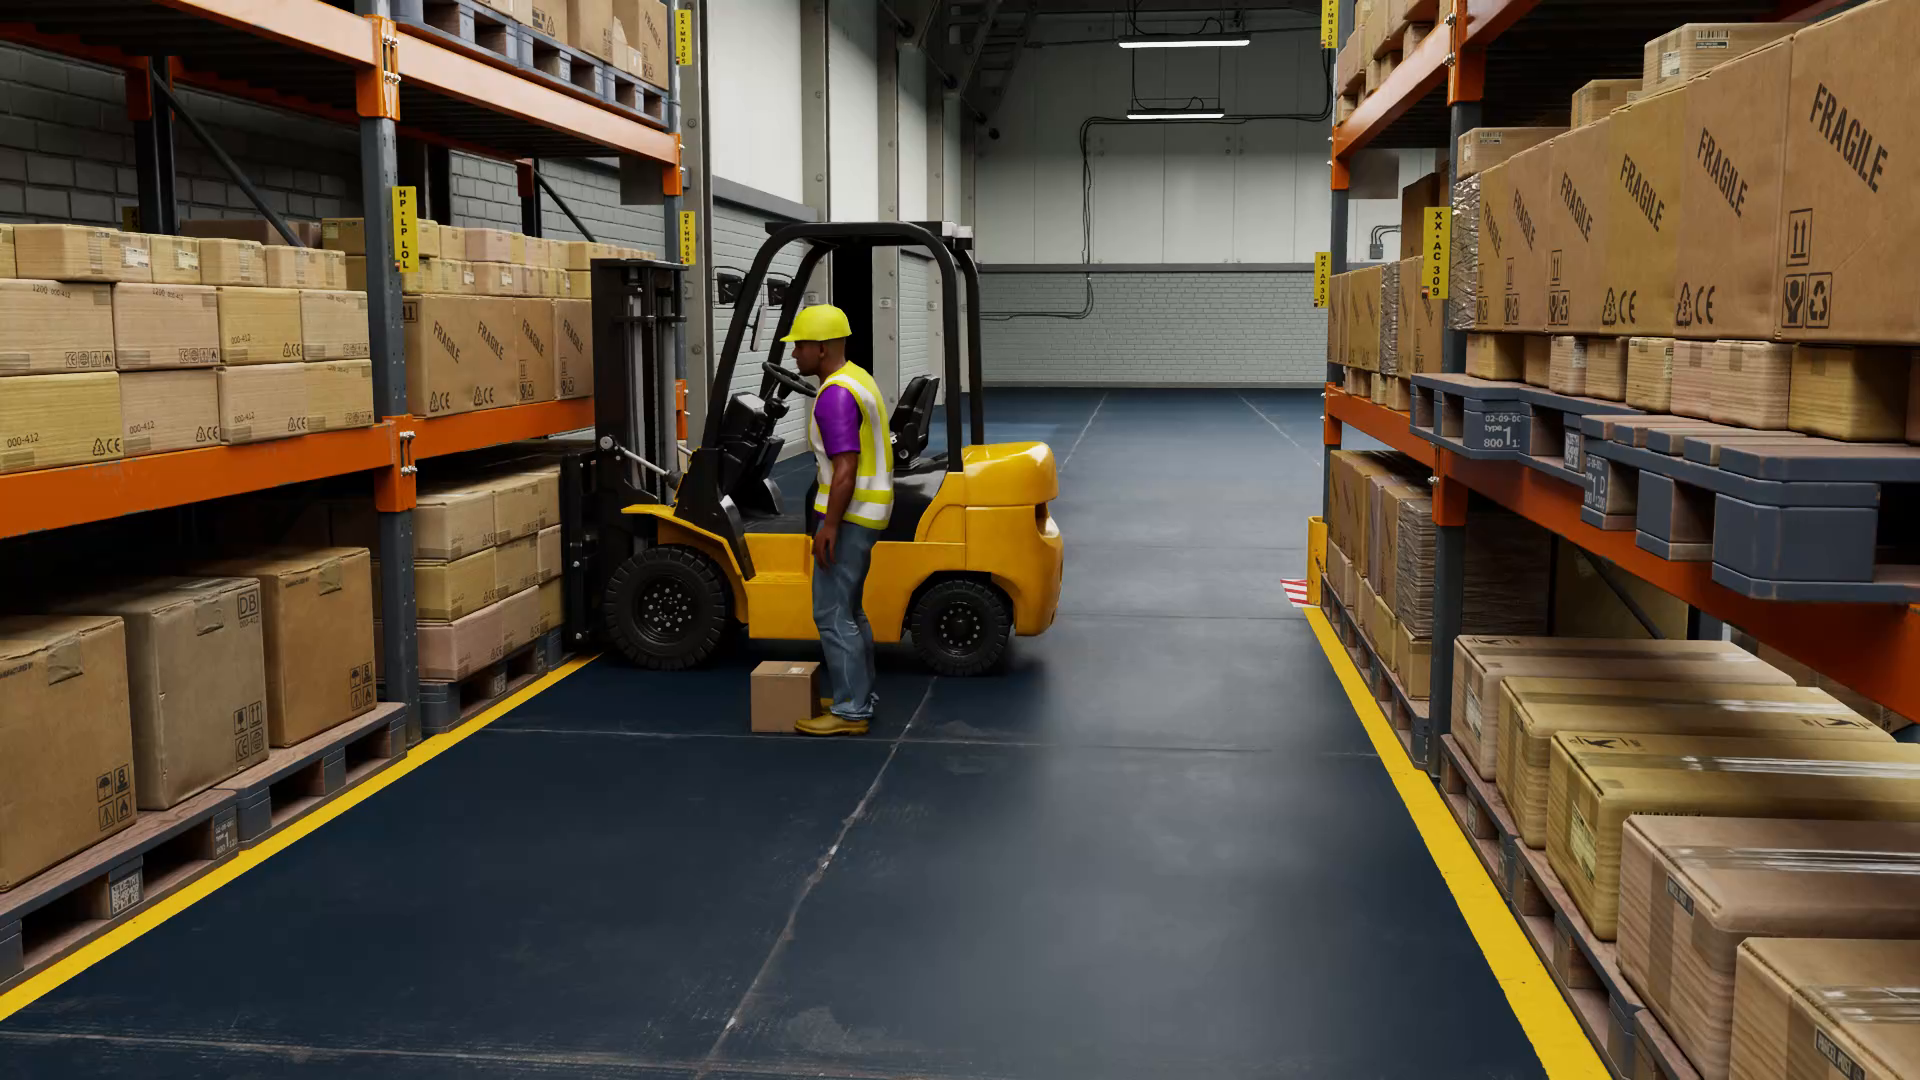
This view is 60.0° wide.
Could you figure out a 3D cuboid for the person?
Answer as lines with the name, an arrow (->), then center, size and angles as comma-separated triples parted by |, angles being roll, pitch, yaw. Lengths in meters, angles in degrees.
person -> -0.502, -0.085, 6.865 | 0.457, 1.760, 0.635 | 0, 8, 3
